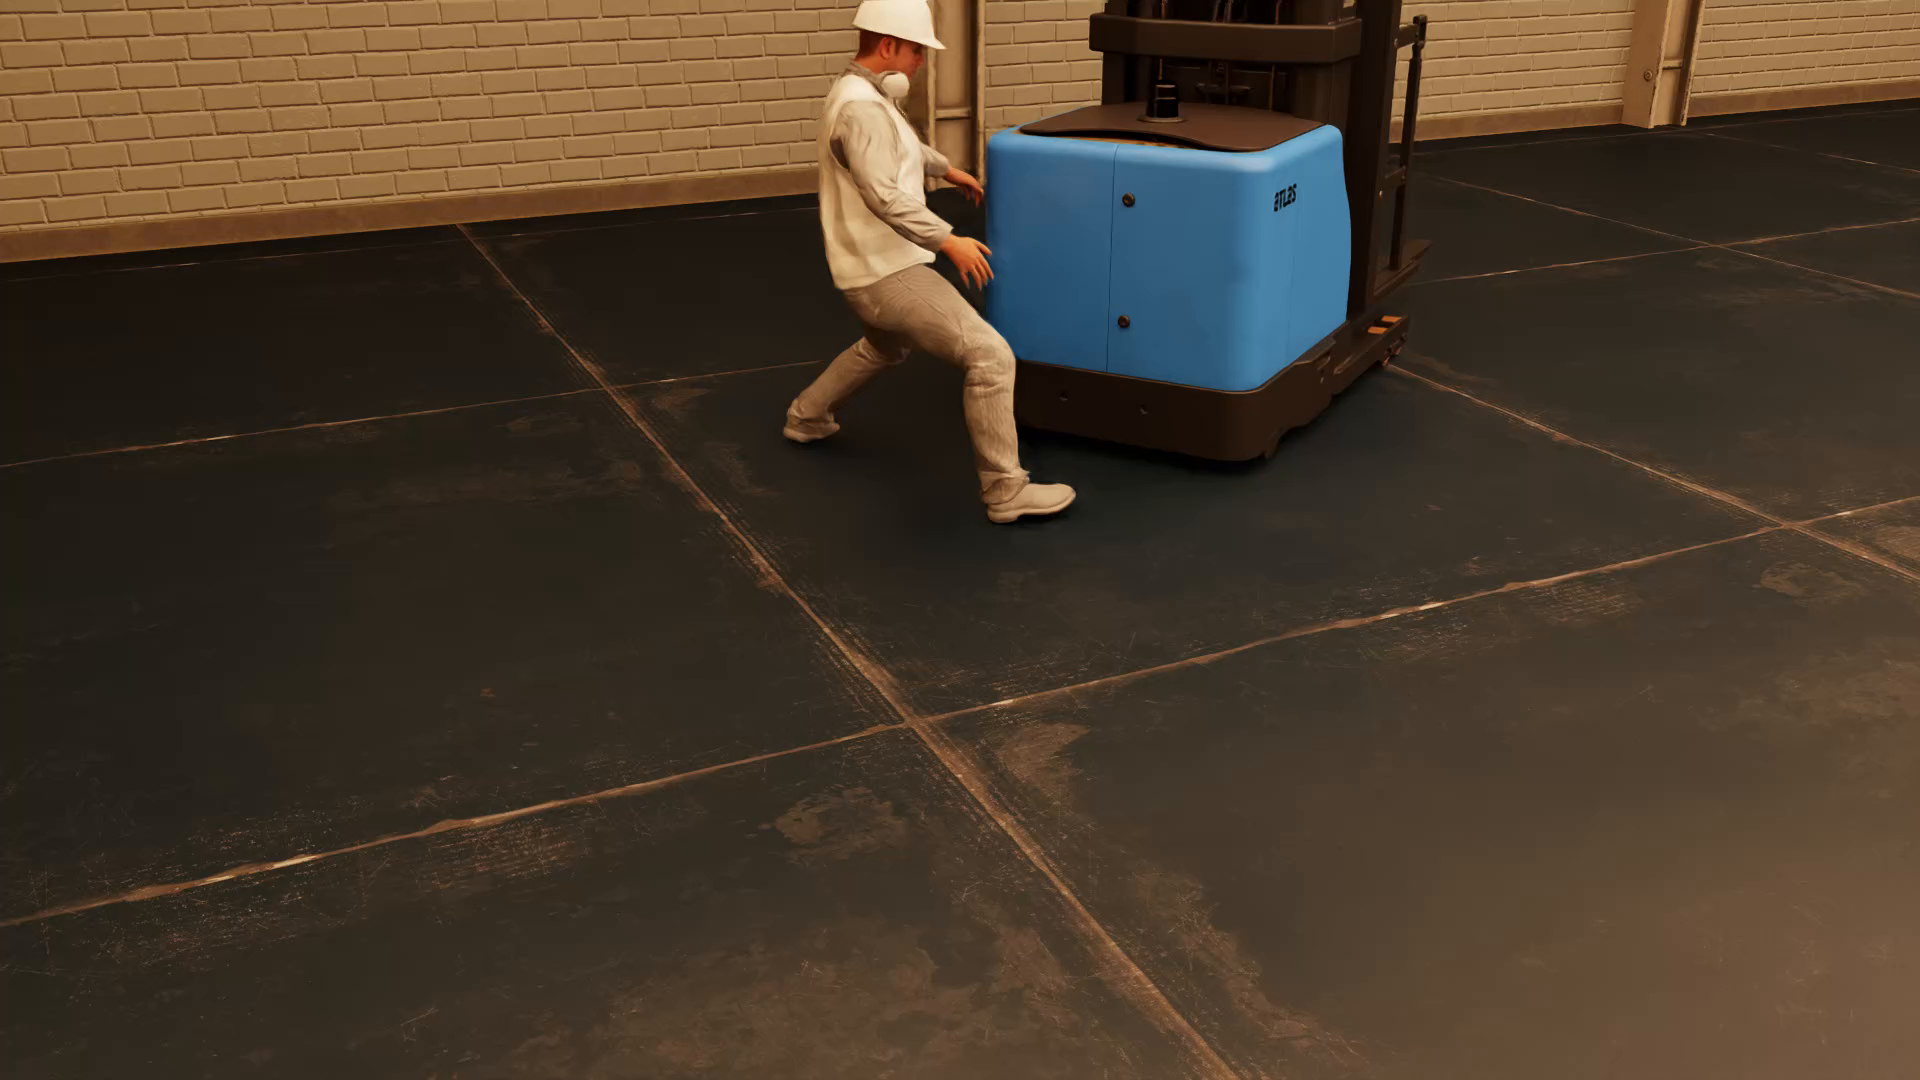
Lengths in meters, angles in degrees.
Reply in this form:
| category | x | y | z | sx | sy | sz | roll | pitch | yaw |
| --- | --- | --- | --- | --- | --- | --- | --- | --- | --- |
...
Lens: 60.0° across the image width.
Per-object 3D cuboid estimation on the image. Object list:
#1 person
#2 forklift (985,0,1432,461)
| category | x | y | z | sx | sy | sz | roll | pitch | yaw |
| --- | --- | --- | --- | --- | --- | --- | --- | --- | --- |
| person | -0.135 | -0.950 | 5.372 | 0.953 | 1.617 | 1.049 | -2 | 23 | -4 |
| forklift | 1.231 | -2.139 | 6.434 | 1.130 | 2.935 | 3.031 | 12 | 25 | 27 |
